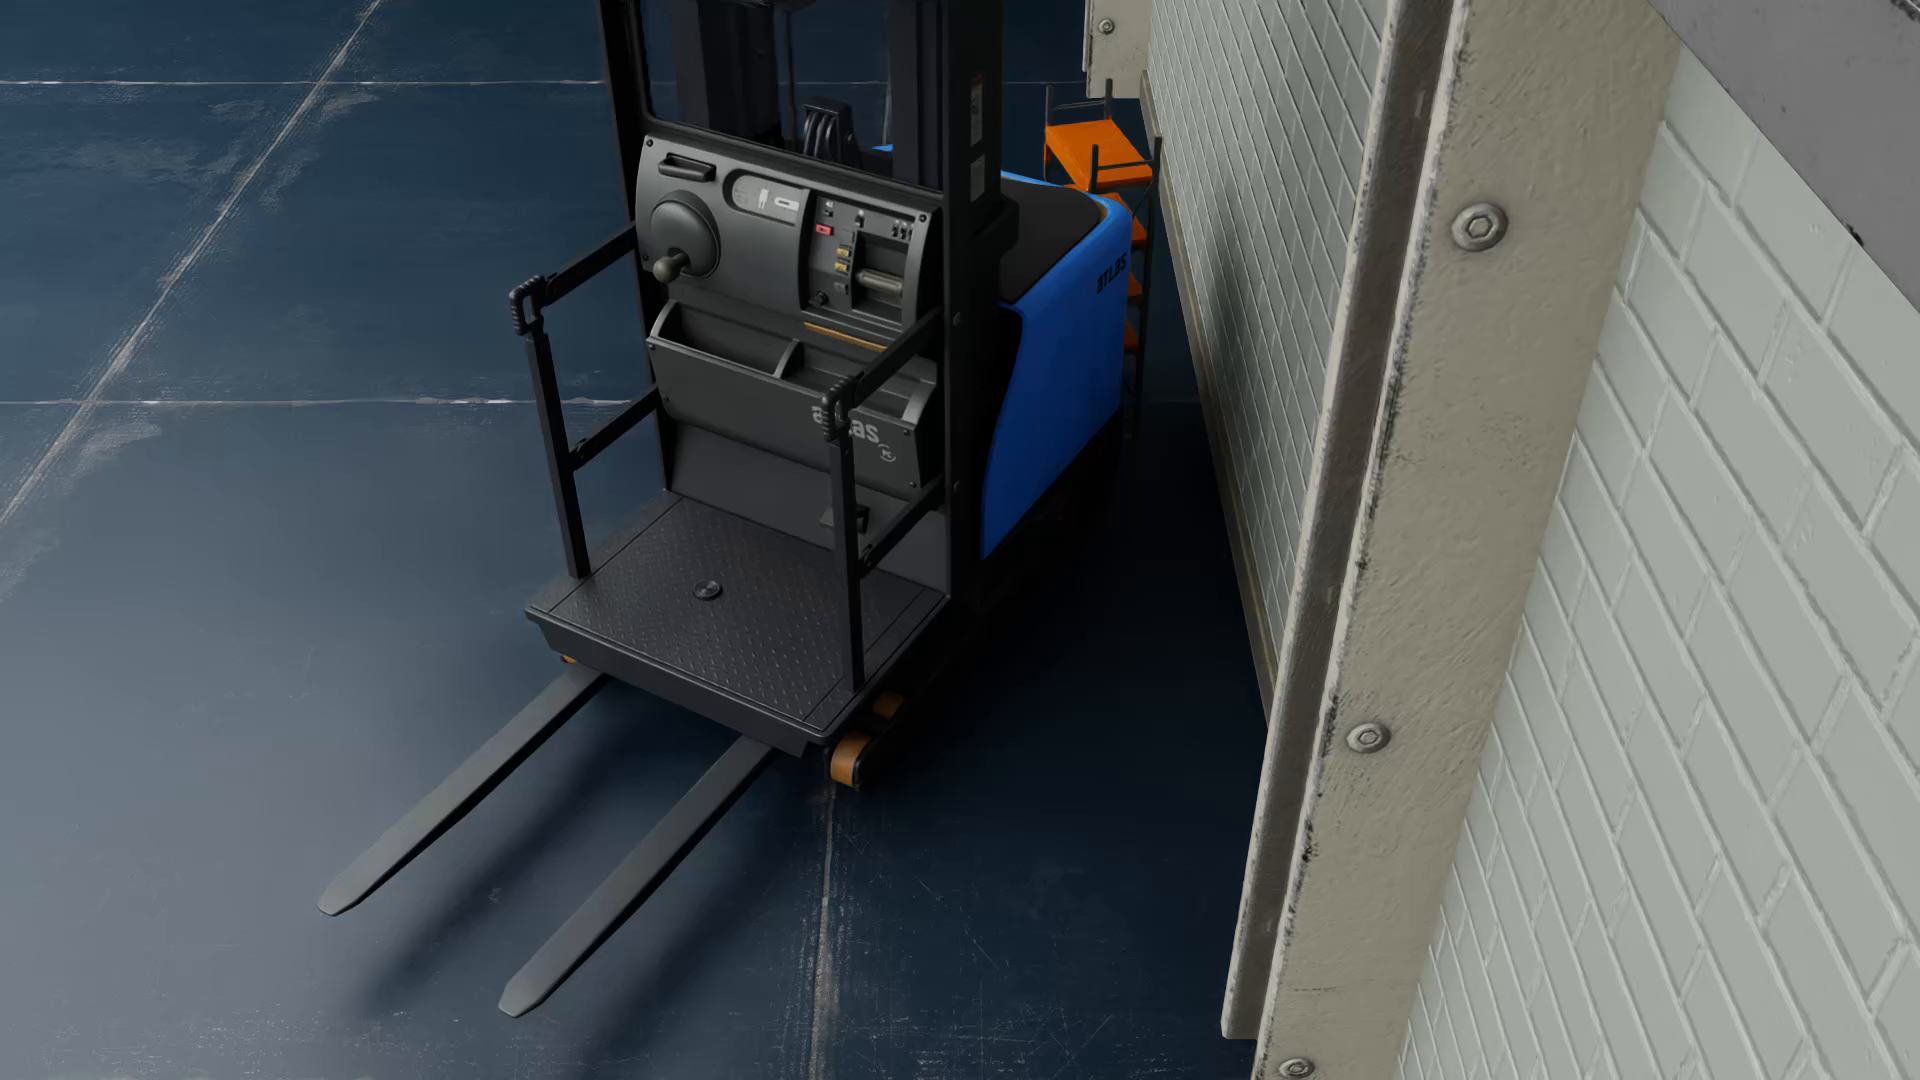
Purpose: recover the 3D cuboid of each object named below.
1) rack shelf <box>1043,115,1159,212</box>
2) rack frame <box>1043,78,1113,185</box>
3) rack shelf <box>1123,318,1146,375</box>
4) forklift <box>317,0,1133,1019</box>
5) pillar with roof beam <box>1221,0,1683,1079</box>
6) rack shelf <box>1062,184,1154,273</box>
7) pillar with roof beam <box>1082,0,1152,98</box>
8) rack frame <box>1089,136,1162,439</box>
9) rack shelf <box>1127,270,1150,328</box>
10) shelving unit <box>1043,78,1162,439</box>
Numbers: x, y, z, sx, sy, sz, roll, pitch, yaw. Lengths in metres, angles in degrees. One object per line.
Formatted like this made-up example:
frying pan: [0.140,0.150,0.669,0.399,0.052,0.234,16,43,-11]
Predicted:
rack shelf: [0.485,-1.295,5.779,0.258,0.148,0.480,-10,40,-12]
rack frame: [0.420,-1.136,6.208,0.240,1.200,0.015,-10,40,-12]
rack shelf: [0.485,-0.781,6.190,0.258,0.148,0.480,-10,40,-12]
forklift: [-0.594,-0.752,4.345,1.130,2.935,3.031,20,43,23]
pillar with roof beam: [-3.488,-2.167,1.258,9.100,9.000,0.400,0,39,0]
rack shelf: [0.485,-1.111,5.926,0.258,0.148,0.480,-10,40,-12]
pillar with roof beam: [-3.495,-5.919,5.940,9.100,9.000,0.400,0,39,0]
rack frame: [0.549,-0.841,5.841,0.240,1.200,0.015,-10,40,-12]
rack shelf: [0.485,-0.936,6.066,0.258,0.148,0.480,-10,40,-12]
shelving unit: [0.485,-0.989,6.024,0.258,1.200,0.503,-10,40,-12]
